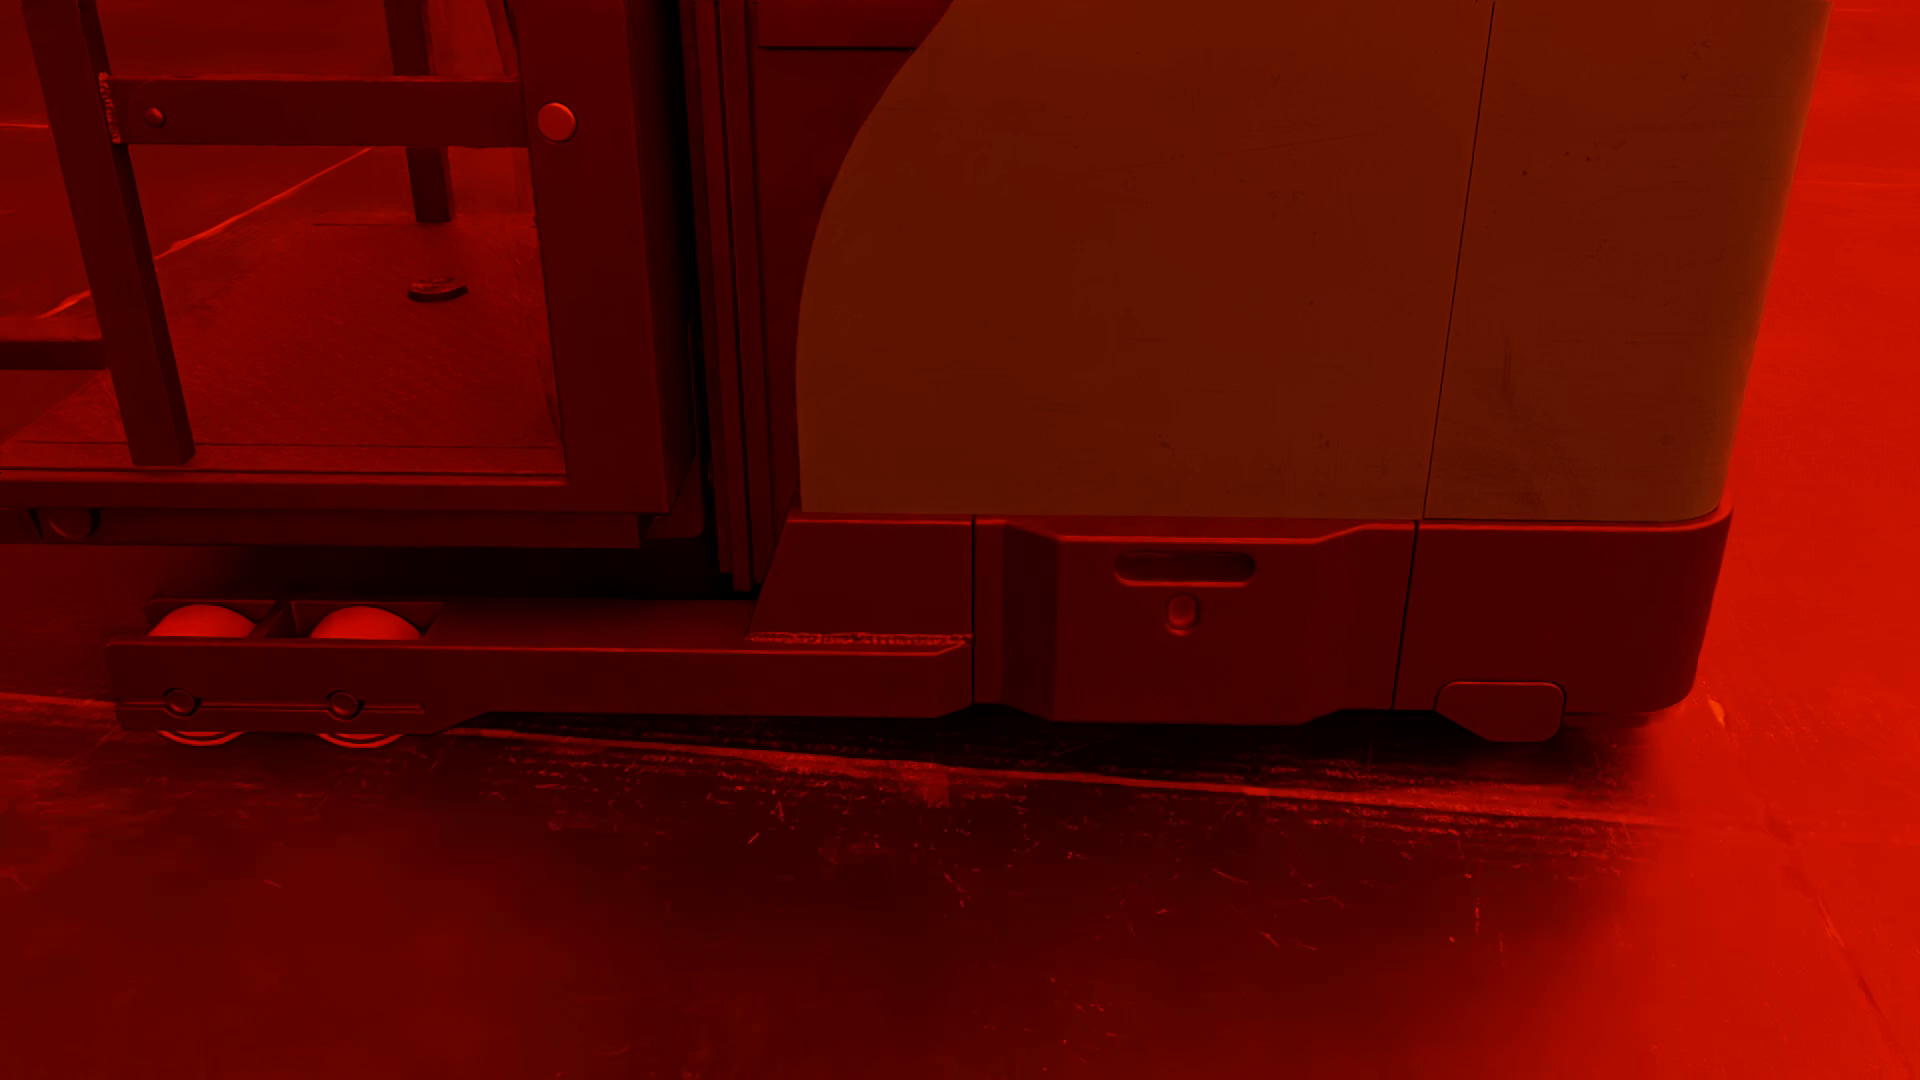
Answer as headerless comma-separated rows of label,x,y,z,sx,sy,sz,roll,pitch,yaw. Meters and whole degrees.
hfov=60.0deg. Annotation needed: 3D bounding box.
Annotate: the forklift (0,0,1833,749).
forklift,-0.617,-1.297,1.816,3.031,2.935,1.130,1,27,1
